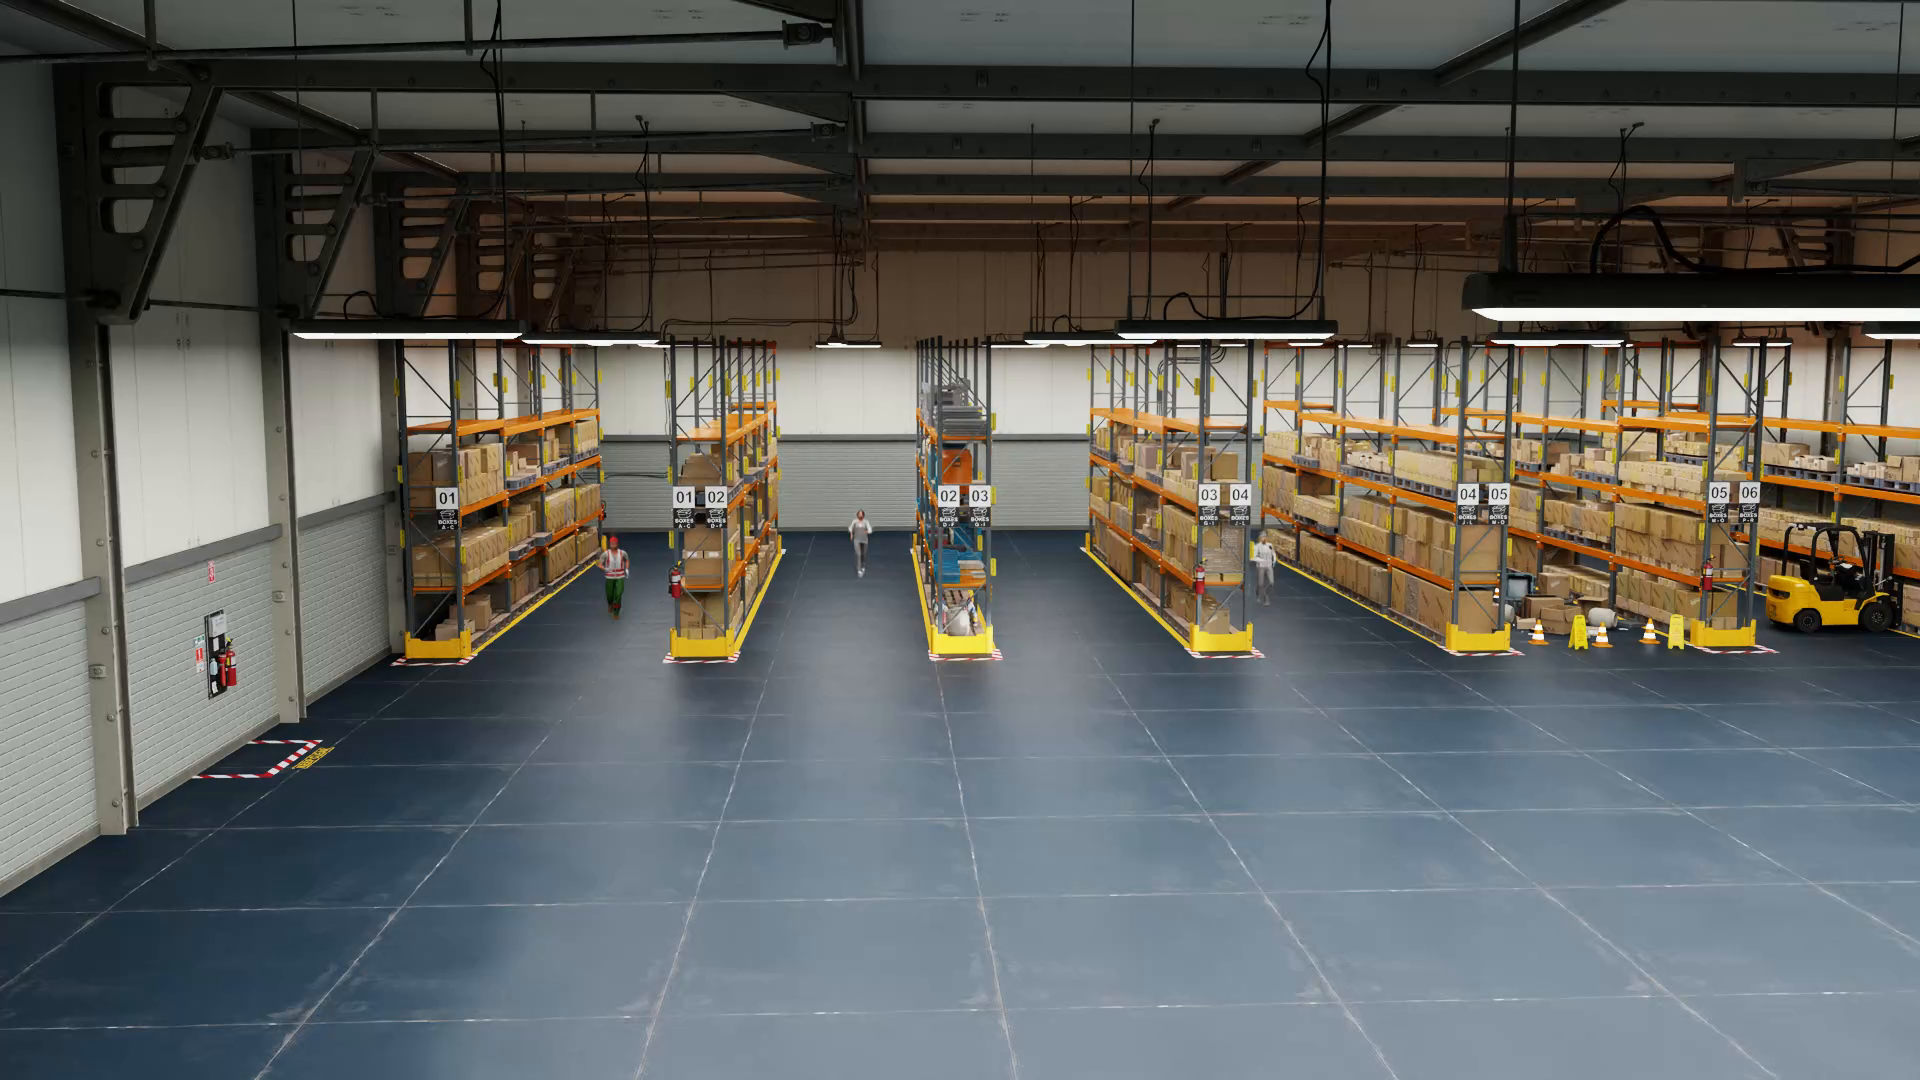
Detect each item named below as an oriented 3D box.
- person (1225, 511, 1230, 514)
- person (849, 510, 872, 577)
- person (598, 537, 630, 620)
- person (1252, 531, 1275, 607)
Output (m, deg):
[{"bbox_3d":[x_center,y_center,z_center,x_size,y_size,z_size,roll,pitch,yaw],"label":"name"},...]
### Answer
[{"bbox_3d":[7.521,-0.516,48.151,0.877,1.556,0.712,4,7,29],"label":"person"},{"bbox_3d":[-2.400,0.064,40.208,0.542,1.601,0.821,-1,7,-8],"label":"person"},{"bbox_3d":[-7.385,0.811,35.548,0.663,1.757,0.724,-2,7,-16],"label":"person"},{"bbox_3d":[6.856,0.644,37.491,0.616,1.716,0.683,-1,7,-6],"label":"person"}]
